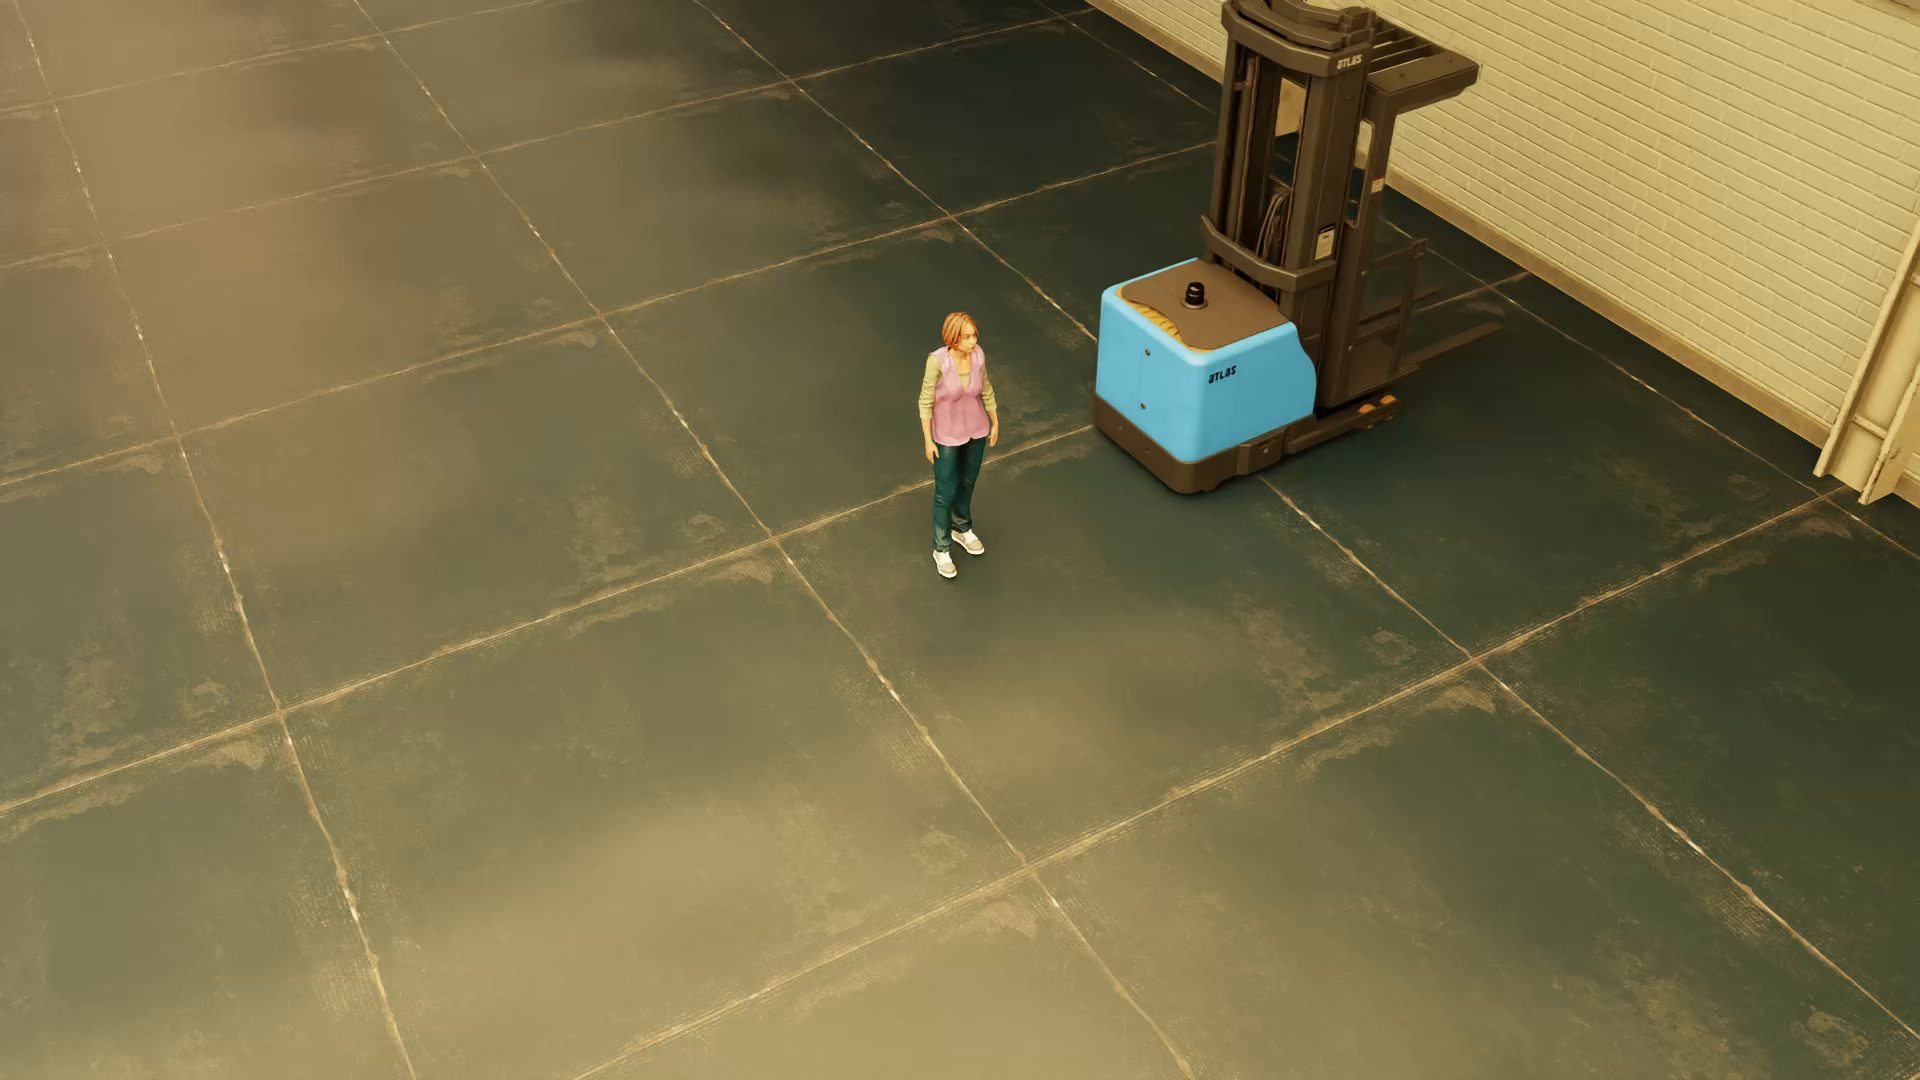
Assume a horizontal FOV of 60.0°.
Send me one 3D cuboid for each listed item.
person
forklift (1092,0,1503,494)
[{"bbox_3d":[0.025,-0.575,9.763,0.520,1.596,0.475,-20,44,-23],"label":"person"},{"bbox_3d":[2.405,-2.142,10.619,3.031,2.935,1.130,-22,45,-24],"label":"forklift"}]
